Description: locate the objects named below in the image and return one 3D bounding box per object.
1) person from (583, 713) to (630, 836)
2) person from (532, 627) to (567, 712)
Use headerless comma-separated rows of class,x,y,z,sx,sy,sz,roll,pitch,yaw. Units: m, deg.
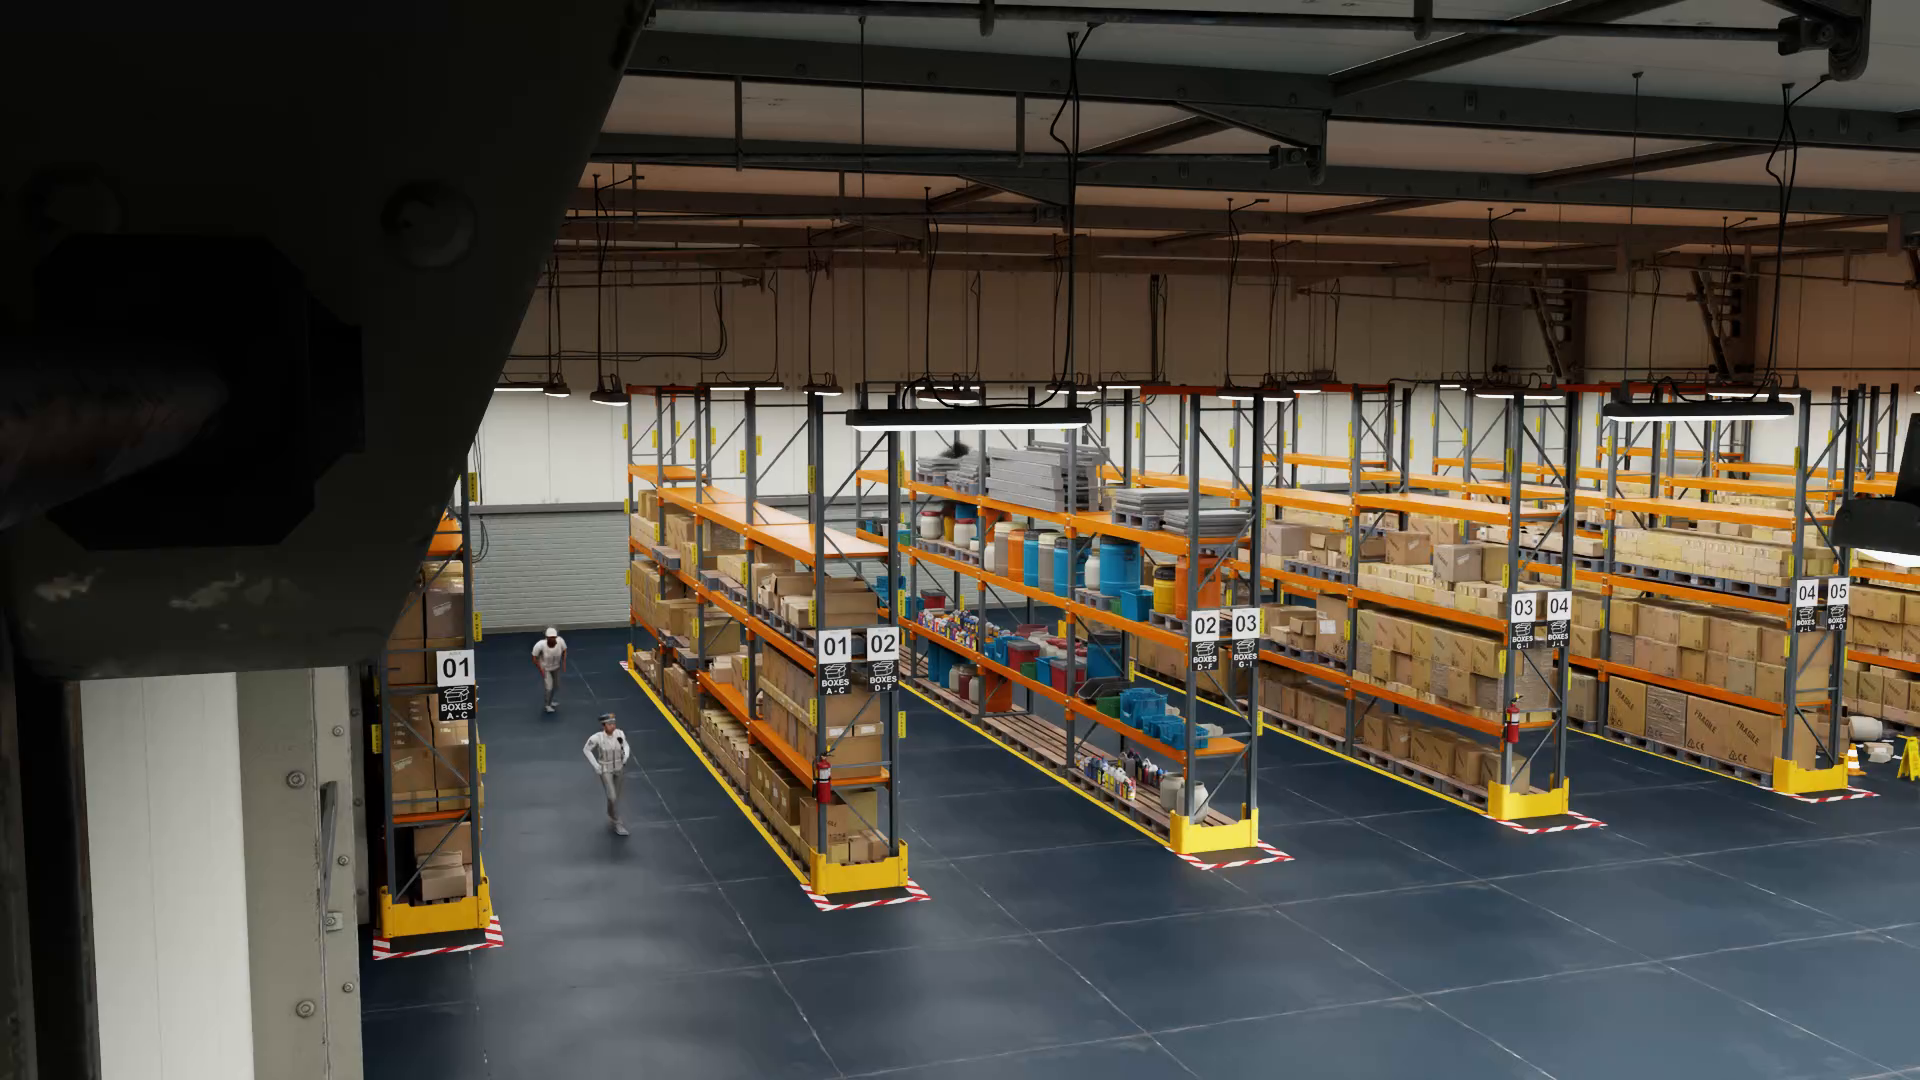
person,-4.817,3.148,22.721,0.636,1.662,0.823,-3,7,-29
person,-7.577,2.369,30.638,0.911,1.621,0.707,6,8,44
